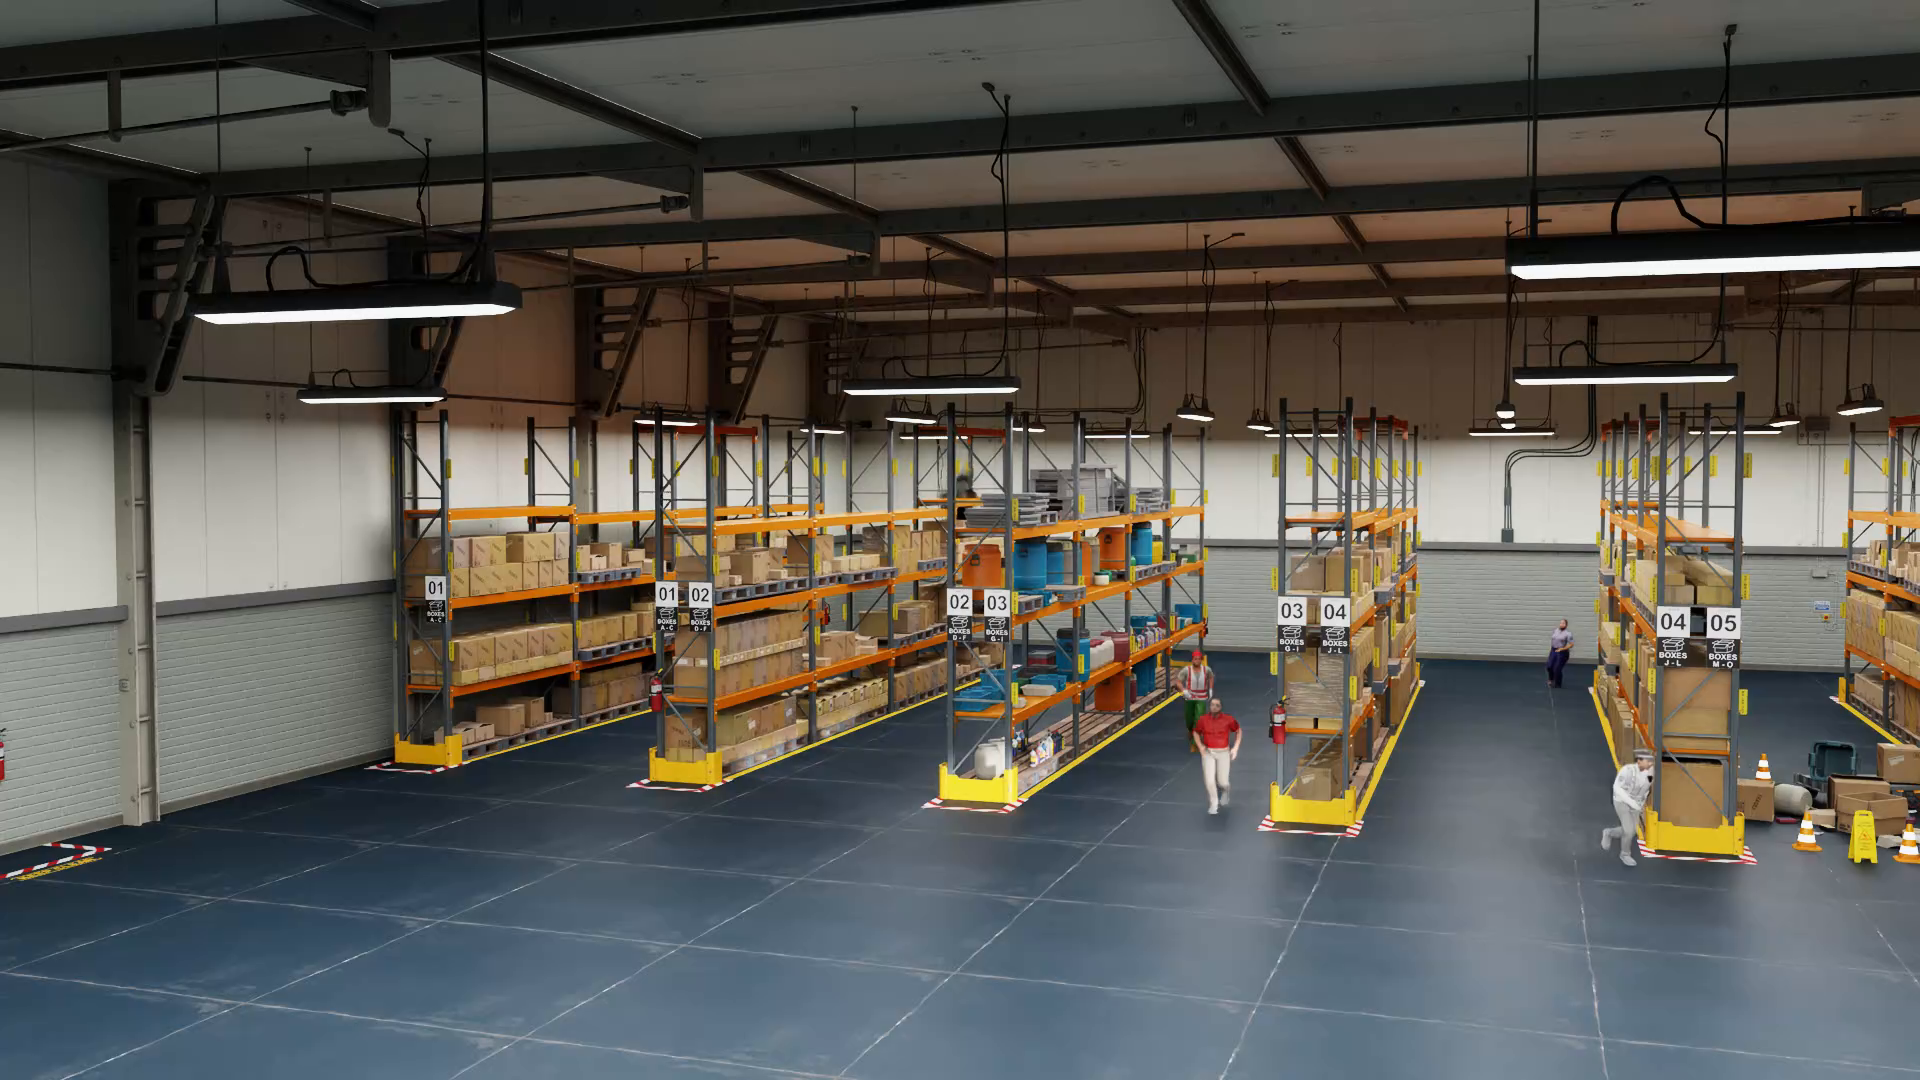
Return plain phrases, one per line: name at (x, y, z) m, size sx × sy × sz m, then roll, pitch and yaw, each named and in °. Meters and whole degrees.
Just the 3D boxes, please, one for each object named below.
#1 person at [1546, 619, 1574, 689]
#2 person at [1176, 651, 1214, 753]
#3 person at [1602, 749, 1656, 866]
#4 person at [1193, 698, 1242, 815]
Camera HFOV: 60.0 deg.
person at (13.607, 2.594, 37.779) m, size 0.509 × 1.595 × 0.655 m, roll -2°, pitch 3°, yaw -43°
person at (4.194, 2.850, 29.645) m, size 0.683 × 1.772 × 0.969 m, roll 0°, pitch 2°, yaw 2°
person at (8.489, 3.349, 21.062) m, size 0.624 × 1.511 × 0.816 m, roll -1°, pitch 3°, yaw -16°
person at (3.729, 3.143, 24.224) m, size 0.677 × 1.703 × 0.615 m, roll 1°, pitch 3°, yaw 15°
